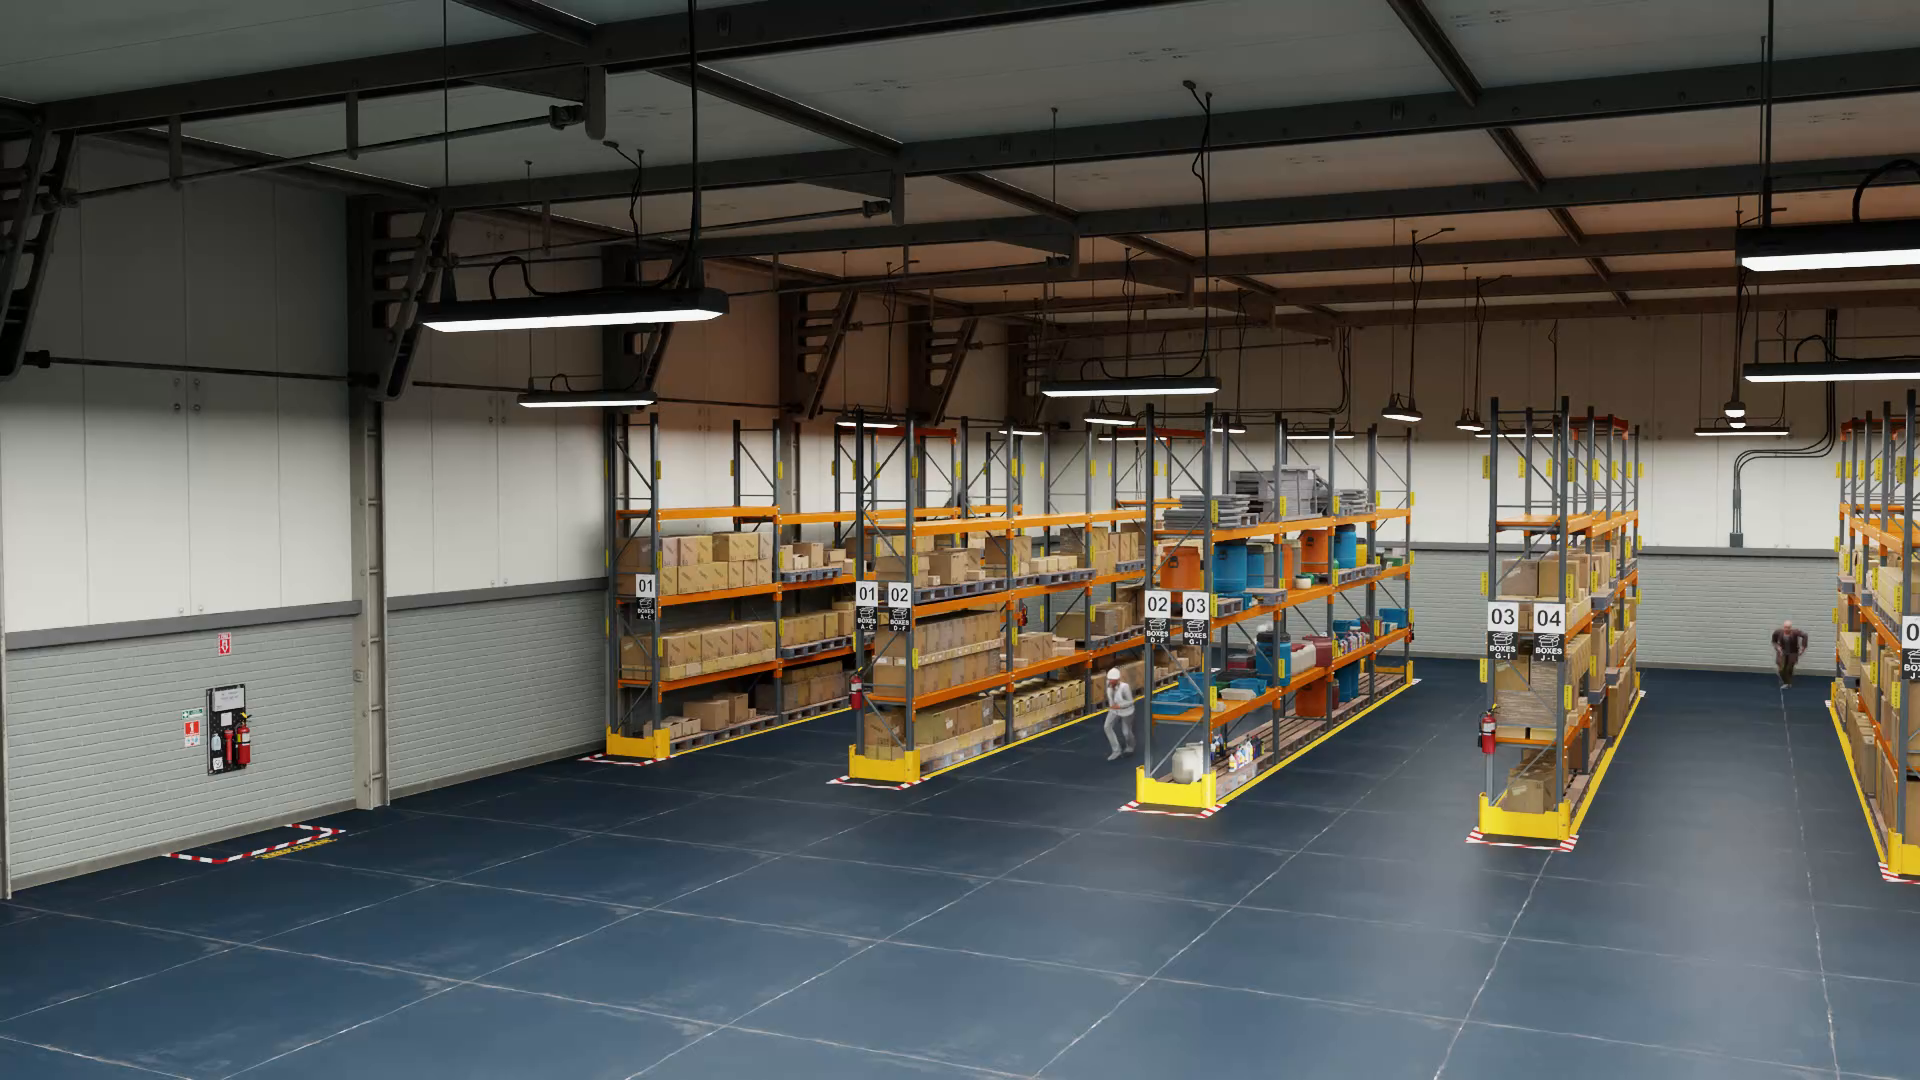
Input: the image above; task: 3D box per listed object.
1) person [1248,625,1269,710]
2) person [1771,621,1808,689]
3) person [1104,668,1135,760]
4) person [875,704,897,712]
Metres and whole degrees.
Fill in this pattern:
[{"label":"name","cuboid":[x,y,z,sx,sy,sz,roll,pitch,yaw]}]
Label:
[{"label":"person","cuboid":[6.329,2.657,35.119,0.766,1.760,0.755,-1,3,-30]},{"label":"person","cuboid":[18.873,2.622,37.838,0.737,1.592,0.872,1,3,30]},{"label":"person","cuboid":[2.807,2.975,28.763,0.673,1.591,1.099,2,3,34]},{"label":"person","cuboid":[-1.301,2.907,31.721,0.527,1.537,0.728,2,3,33]}]
